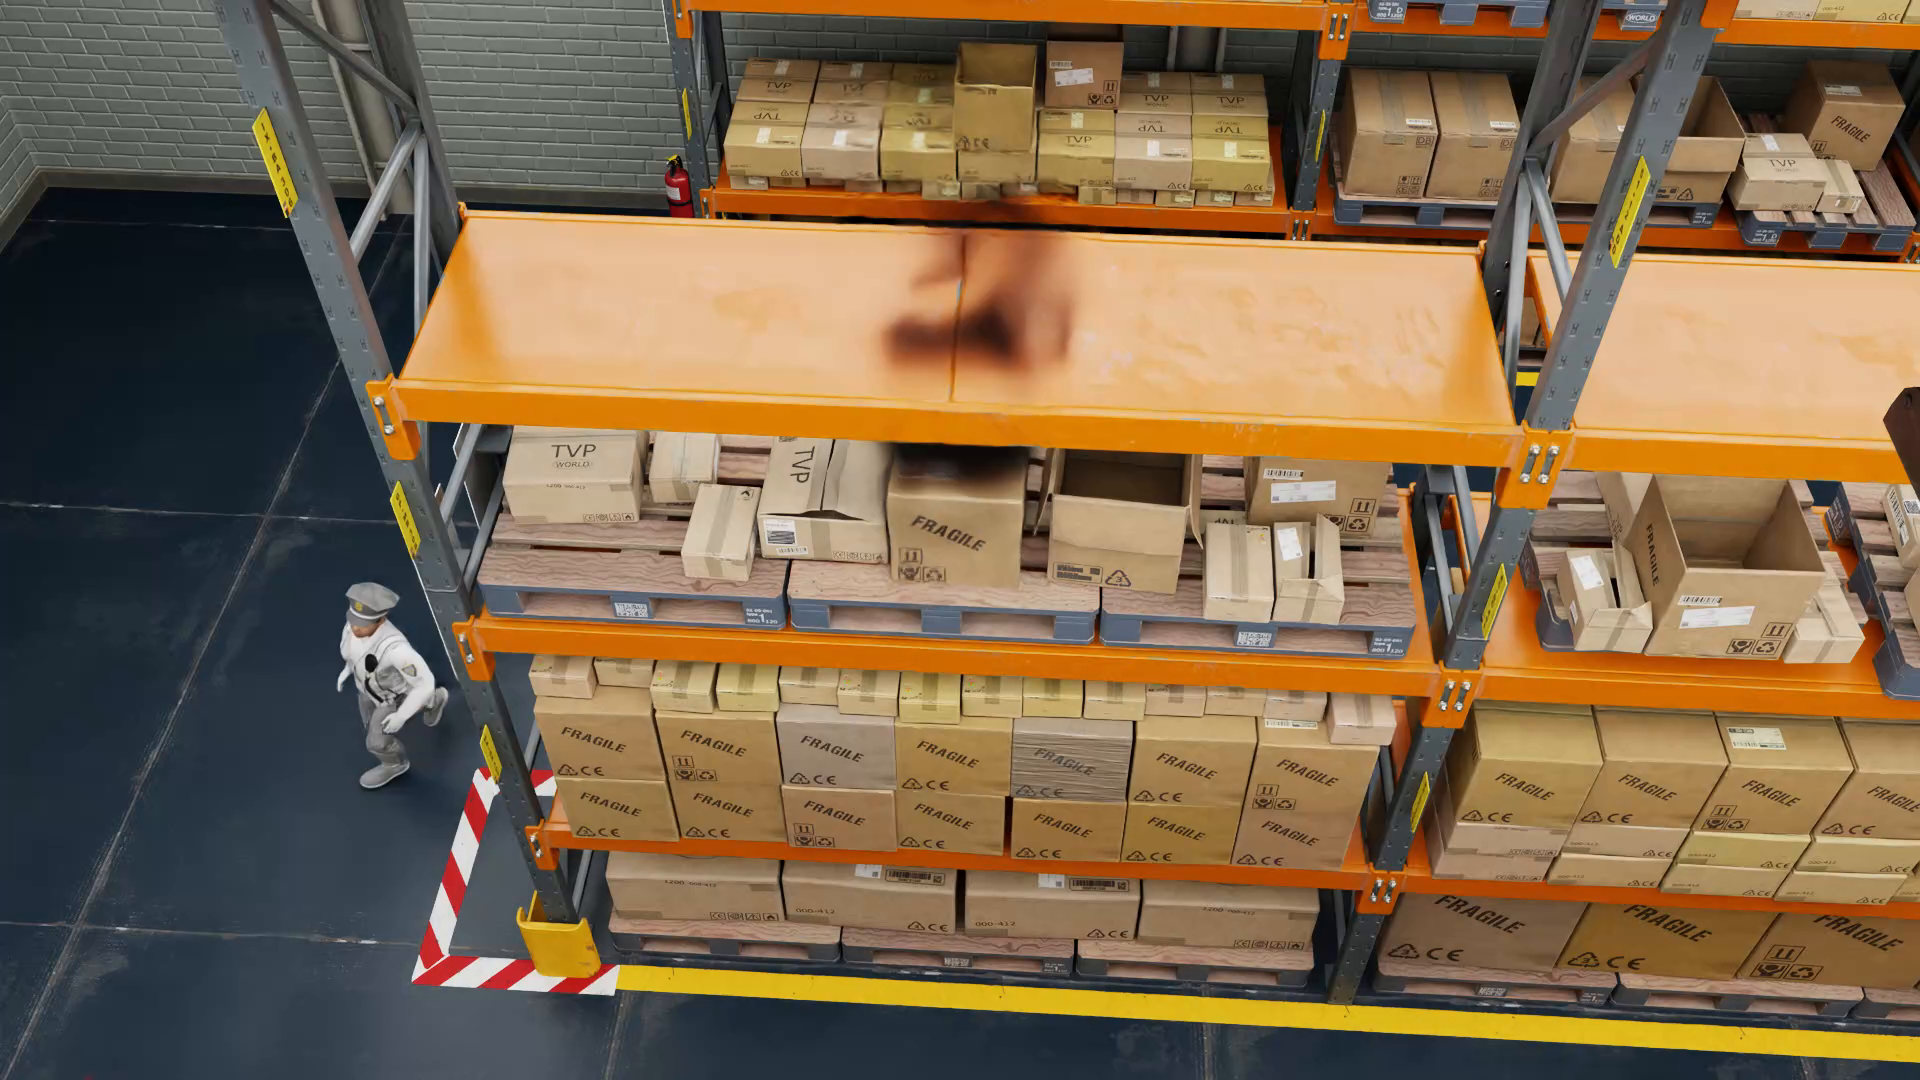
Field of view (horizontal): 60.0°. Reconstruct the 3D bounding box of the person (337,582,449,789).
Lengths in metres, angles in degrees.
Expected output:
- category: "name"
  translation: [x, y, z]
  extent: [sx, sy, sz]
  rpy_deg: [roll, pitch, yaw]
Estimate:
- category: "person"
  translation: [-3.017, 0.786, 8.926]
  extent: [0.666, 1.639, 0.654]
  rpy_deg: [33, 56, 26]
